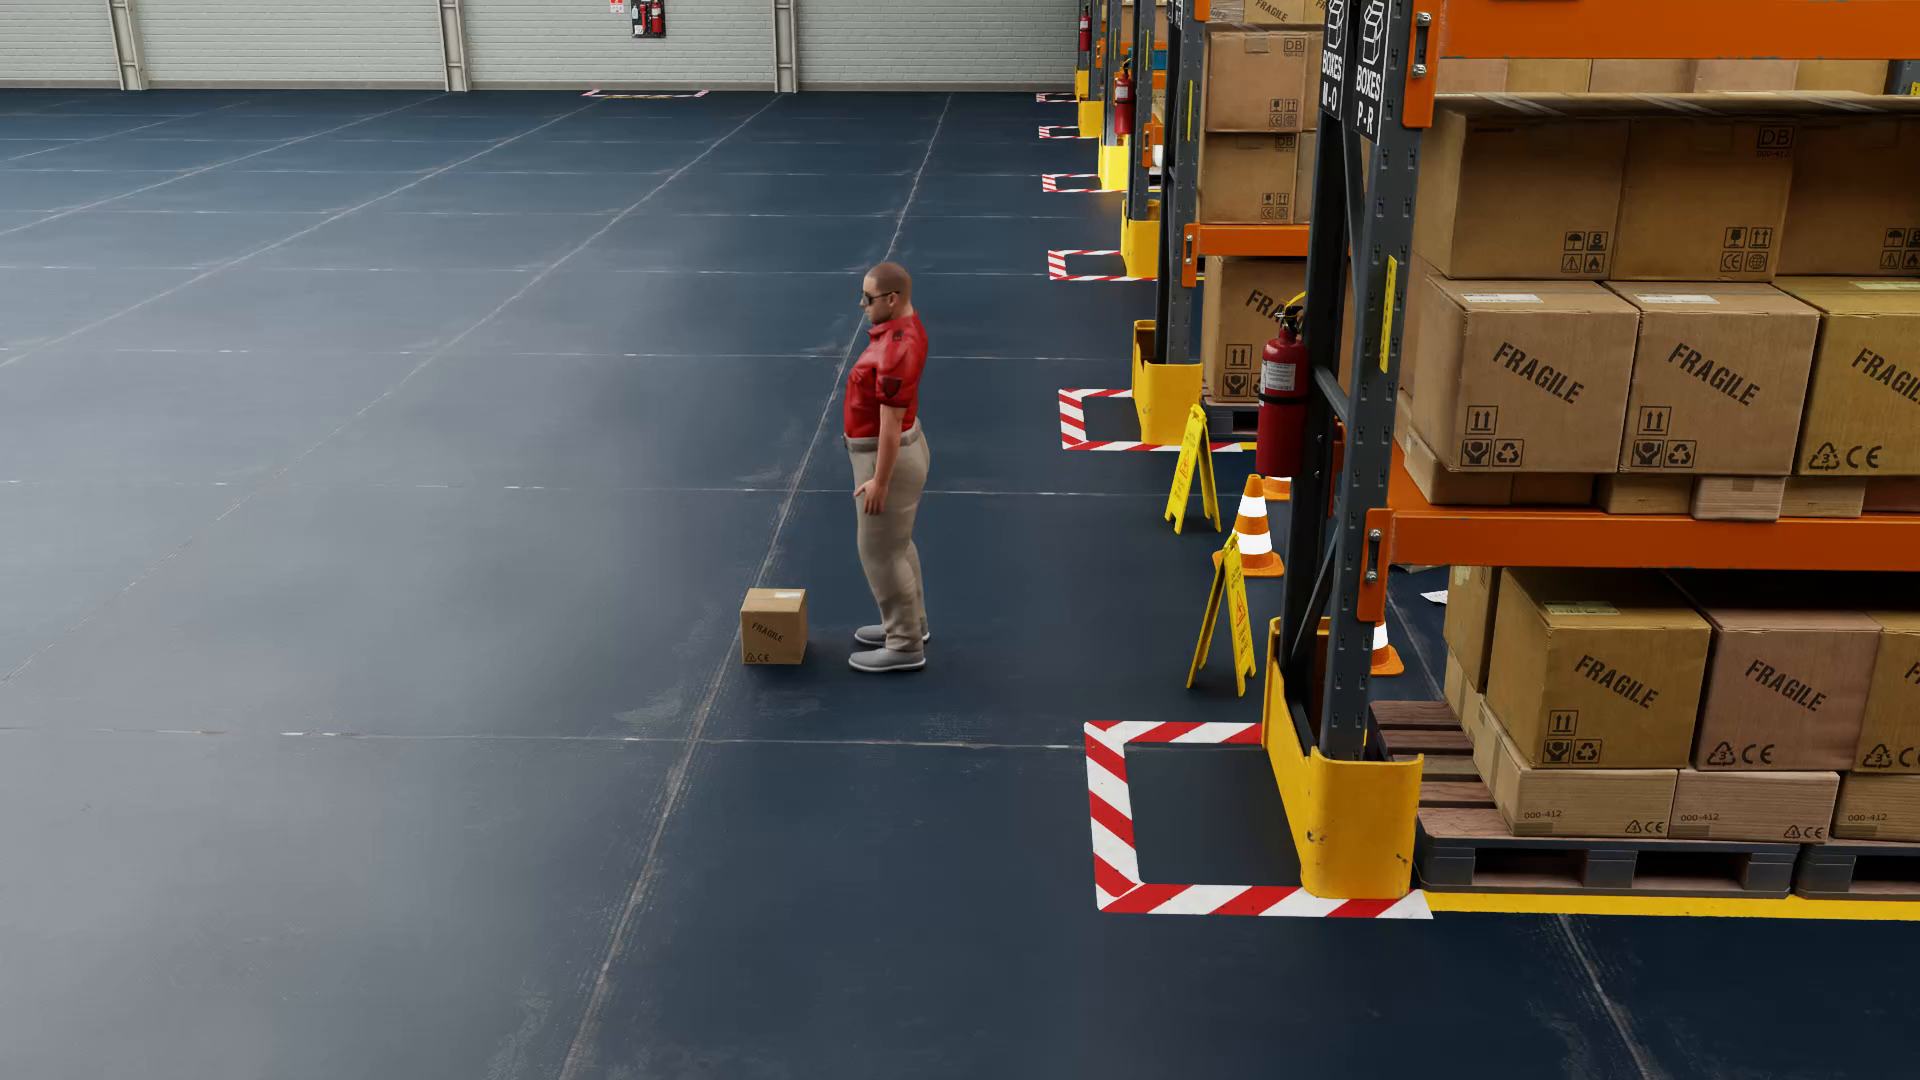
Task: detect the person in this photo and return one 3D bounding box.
[{"bbox_3d":[-0.311,-0.301,6.915,0.360,1.721,0.528,1,21,3],"label":"person"}]
